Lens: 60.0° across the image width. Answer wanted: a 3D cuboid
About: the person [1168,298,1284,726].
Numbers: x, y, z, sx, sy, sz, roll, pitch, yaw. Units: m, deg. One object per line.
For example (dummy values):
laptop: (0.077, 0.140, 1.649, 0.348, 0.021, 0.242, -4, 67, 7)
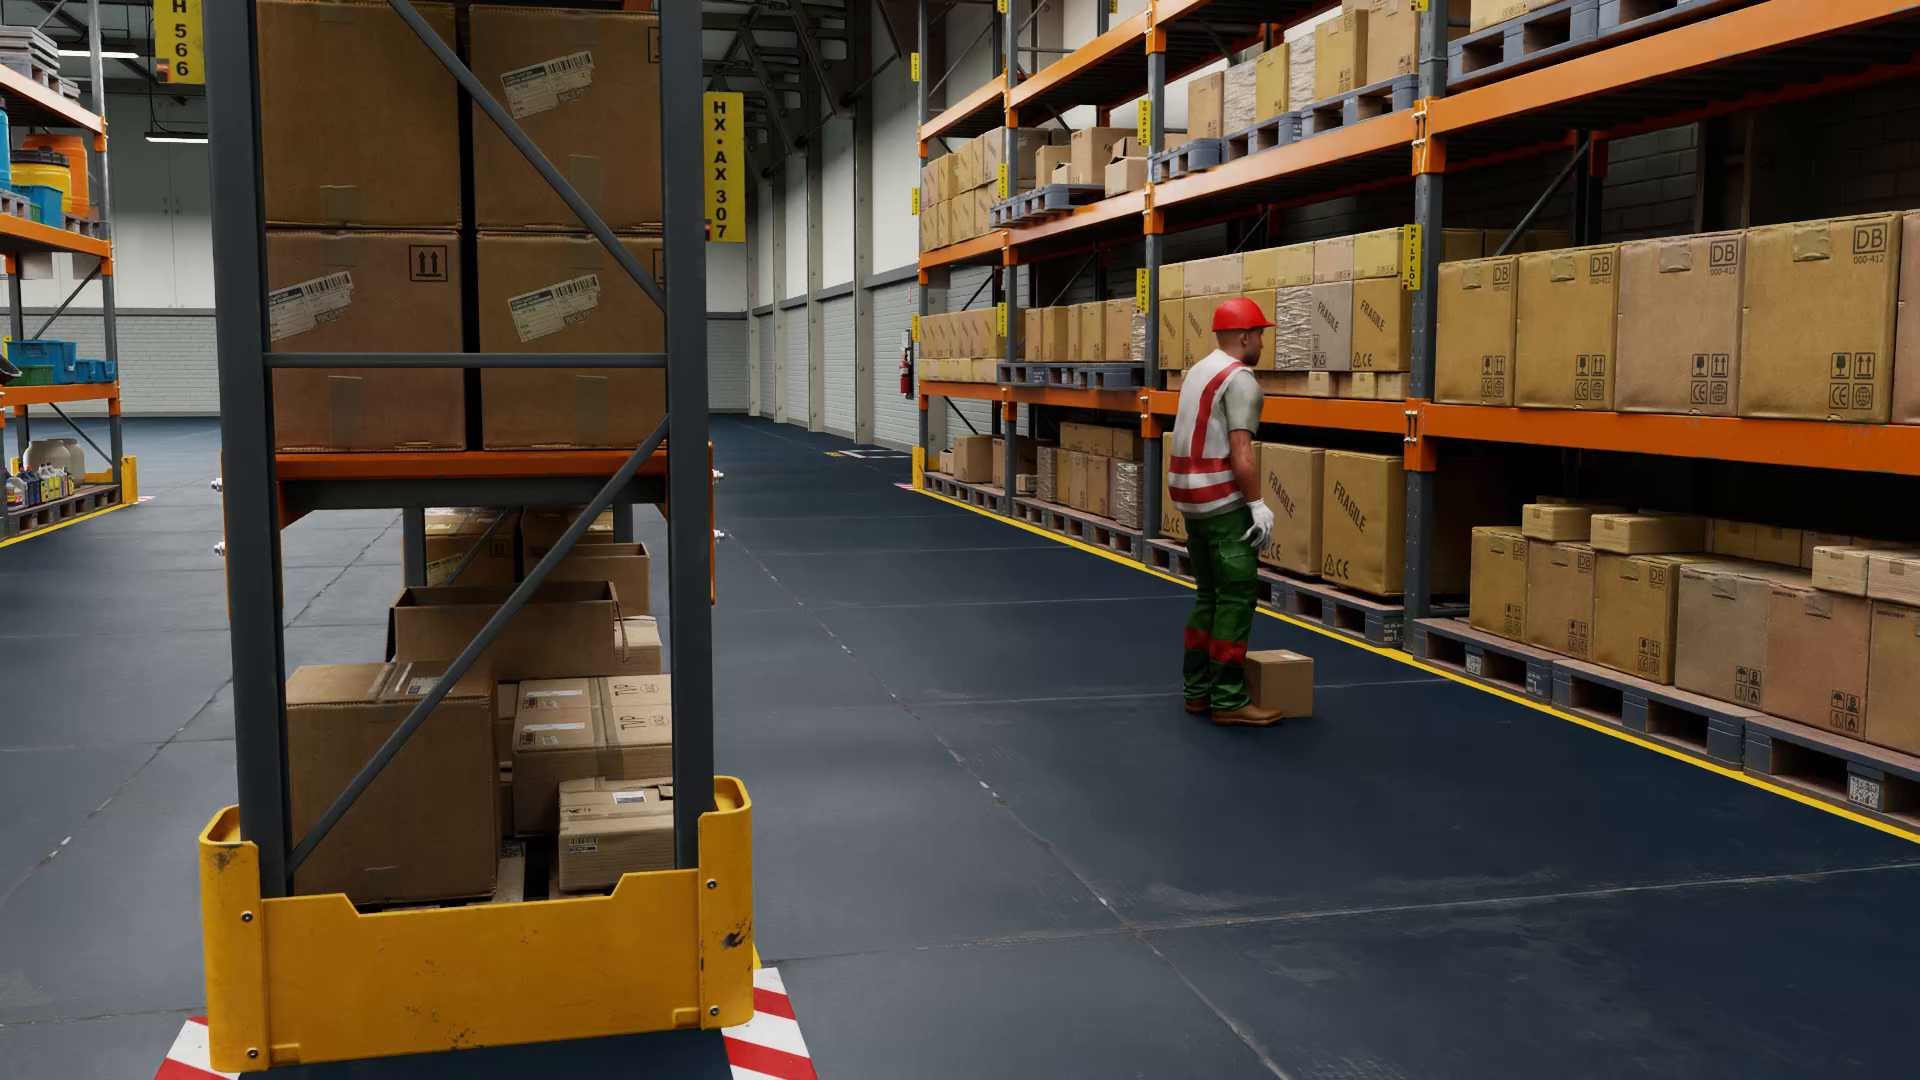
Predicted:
person: (1.129, -0.132, 7.064, 0.448, 1.780, 0.623, -2, 6, -16)
